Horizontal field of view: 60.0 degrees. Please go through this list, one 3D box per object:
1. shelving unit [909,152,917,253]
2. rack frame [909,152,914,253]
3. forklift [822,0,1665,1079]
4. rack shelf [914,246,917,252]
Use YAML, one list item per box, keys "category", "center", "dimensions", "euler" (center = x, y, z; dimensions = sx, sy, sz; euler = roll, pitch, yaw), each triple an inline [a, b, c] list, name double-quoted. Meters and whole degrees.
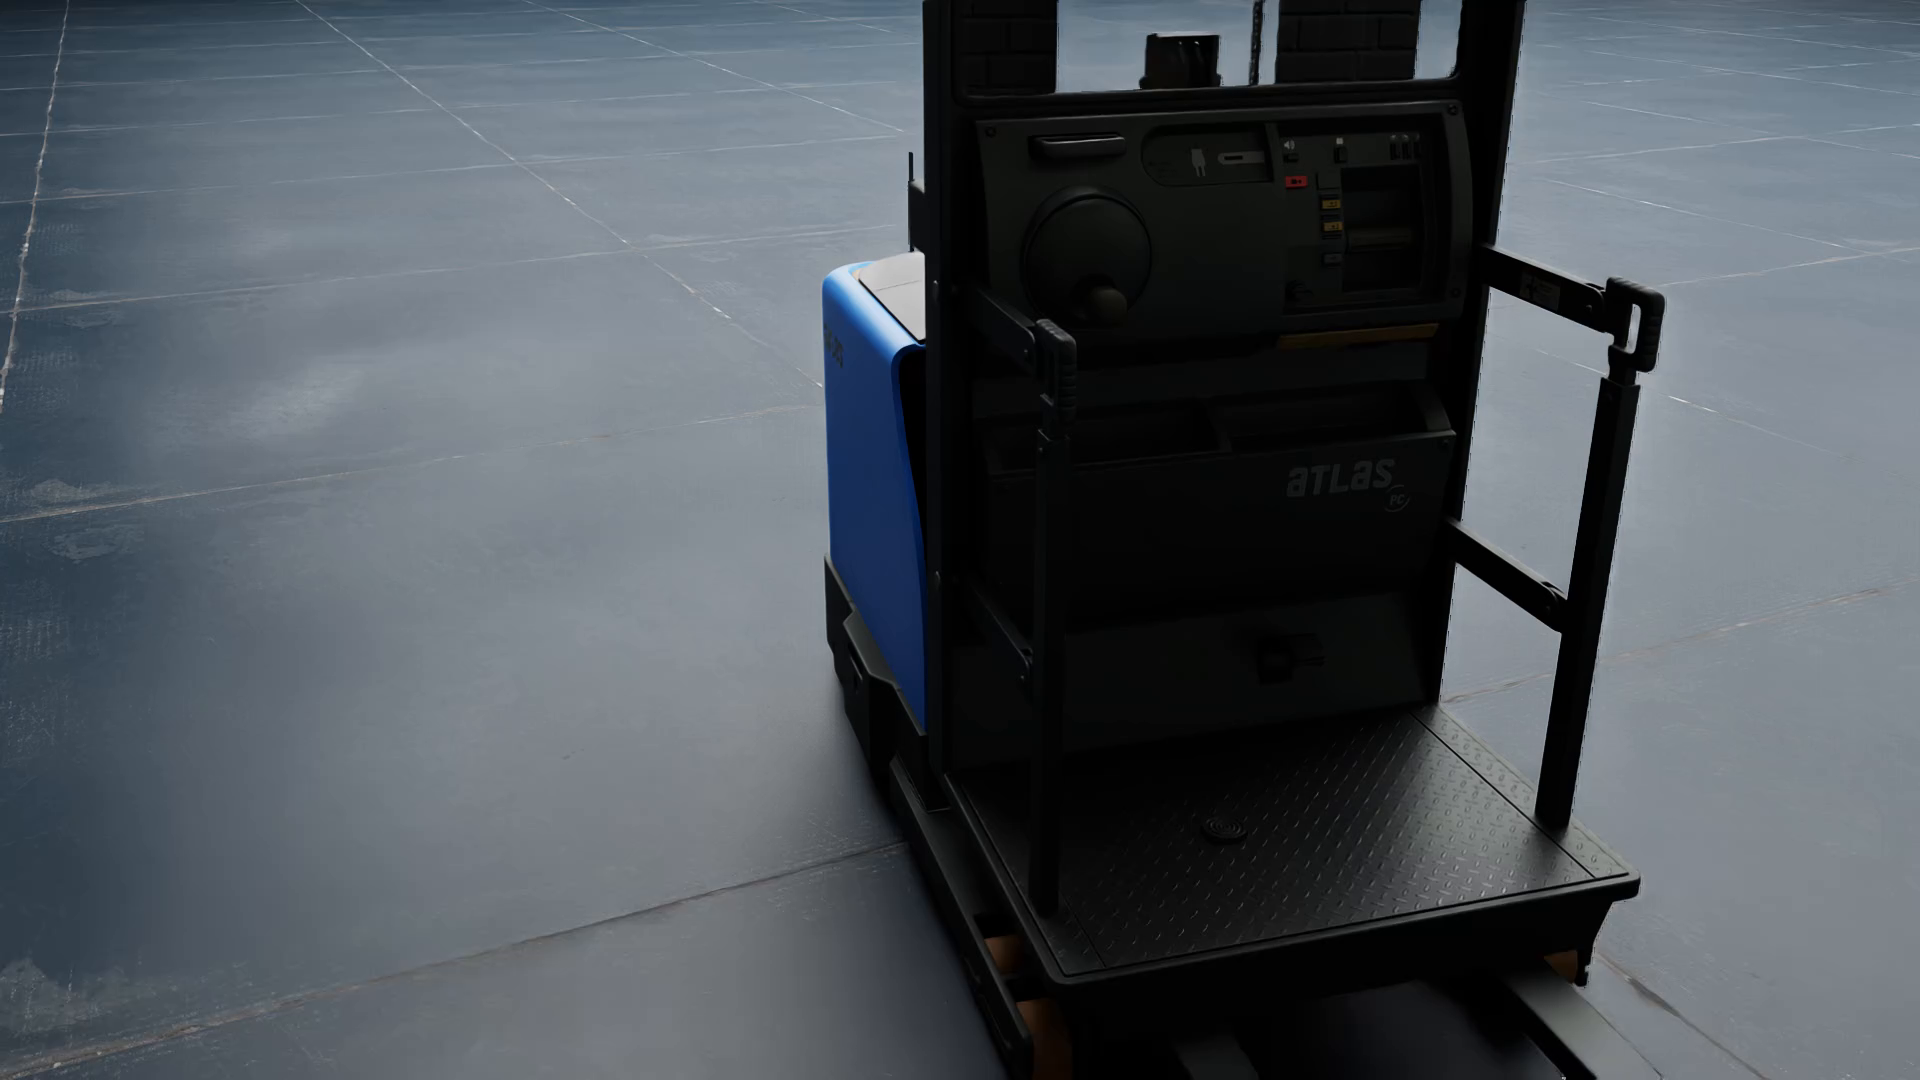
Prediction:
- category: "shelving unit"
  center: [-0.013, -0.552, 5.015]
  dimensions: [0.189, 1.200, 0.258]
  euler: [-10, 25, -24]
- category: "rack frame"
  center: [-0.095, -0.537, 4.978]
  dimensions: [0.006, 1.200, 0.240]
  euler: [-10, 25, -24]
- category: "forklift"
  center: [0.542, -0.553, 2.754]
  dimensions: [1.130, 2.935, 3.031]
  euler: [-6, 23, -15]
- category: "rack shelf"
  center: [-0.013, -0.844, 4.894]
  dimensions: [0.180, 0.103, 0.258]
  euler: [-10, 25, -24]
